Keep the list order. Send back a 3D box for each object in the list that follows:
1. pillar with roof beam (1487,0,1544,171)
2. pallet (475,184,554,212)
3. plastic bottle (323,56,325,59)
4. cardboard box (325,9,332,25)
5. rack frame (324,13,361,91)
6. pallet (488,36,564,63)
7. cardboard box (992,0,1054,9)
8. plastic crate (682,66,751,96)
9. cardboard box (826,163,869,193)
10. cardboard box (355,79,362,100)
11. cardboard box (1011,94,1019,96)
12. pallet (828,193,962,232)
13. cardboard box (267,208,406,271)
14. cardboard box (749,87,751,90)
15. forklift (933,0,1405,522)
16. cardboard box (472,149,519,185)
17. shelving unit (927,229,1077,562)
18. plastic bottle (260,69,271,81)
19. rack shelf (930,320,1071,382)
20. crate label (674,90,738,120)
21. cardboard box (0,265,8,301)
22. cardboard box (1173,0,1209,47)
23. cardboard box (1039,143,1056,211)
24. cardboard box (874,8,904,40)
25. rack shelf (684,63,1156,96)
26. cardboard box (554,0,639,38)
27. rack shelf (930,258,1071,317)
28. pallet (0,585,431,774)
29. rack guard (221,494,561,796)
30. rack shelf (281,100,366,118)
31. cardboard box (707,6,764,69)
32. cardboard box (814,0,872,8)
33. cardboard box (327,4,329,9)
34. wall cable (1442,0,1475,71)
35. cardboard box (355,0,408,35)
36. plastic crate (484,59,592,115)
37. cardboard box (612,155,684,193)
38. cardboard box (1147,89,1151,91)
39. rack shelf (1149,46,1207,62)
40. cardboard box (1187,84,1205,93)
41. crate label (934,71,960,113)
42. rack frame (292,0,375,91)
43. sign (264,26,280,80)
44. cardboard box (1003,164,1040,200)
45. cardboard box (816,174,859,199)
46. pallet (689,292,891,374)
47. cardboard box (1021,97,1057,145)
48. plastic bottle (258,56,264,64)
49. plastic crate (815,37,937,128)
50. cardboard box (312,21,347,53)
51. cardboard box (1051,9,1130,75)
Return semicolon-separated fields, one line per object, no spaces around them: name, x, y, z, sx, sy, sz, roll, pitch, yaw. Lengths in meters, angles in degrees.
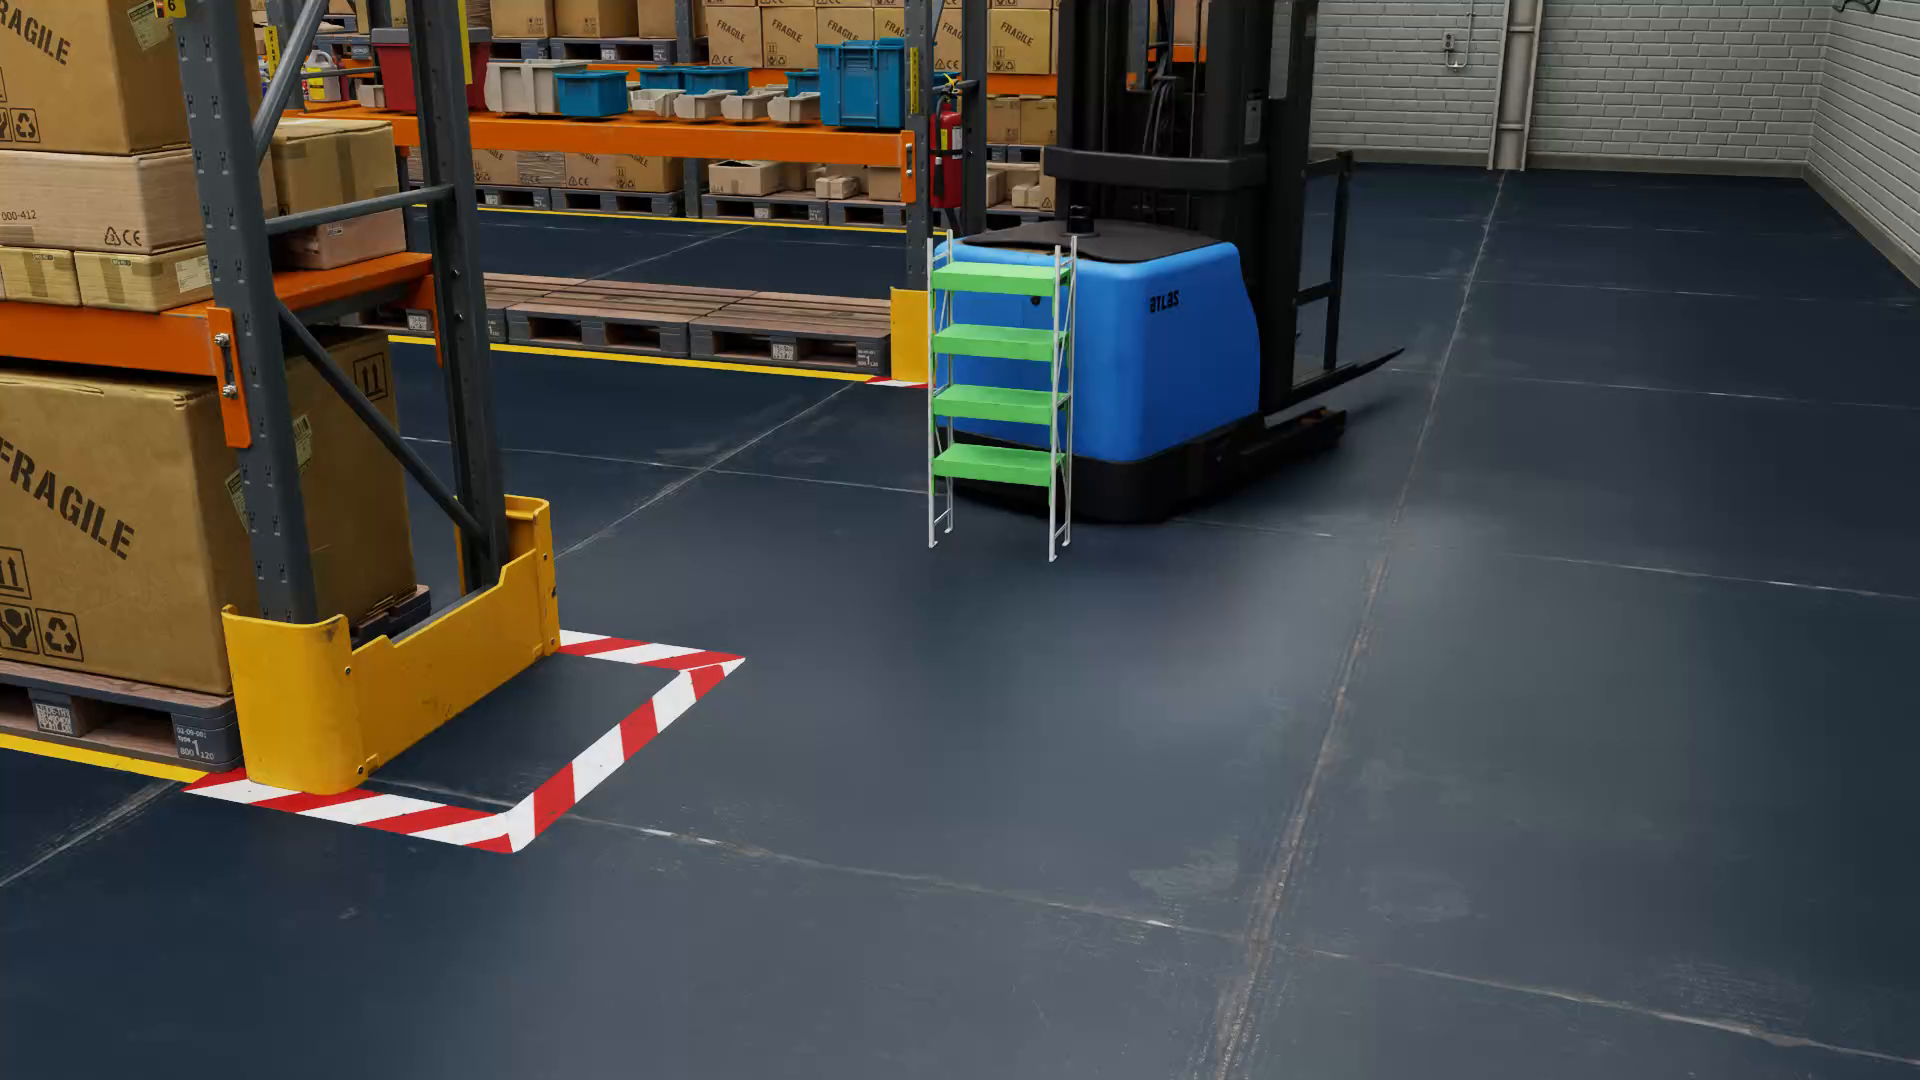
pillar with roof beam;4.606;-7.004;12.997;0.400;9.000;9.100;7;20;18
pallet;-4.153;-3.314;15.763;1.213;0.211;1.003;7;20;18
plastic bottle;-4.178;-3.015;10.847;0.133;0.283;0.061;7;20;18
cardboard box;-8.525;-6.884;21.966;0.500;0.250;0.500;7;20;19
rack frame;-8.151;-6.828;21.608;0.127;3.000;1.000;7;20;18
pallet;-4.156;-4.556;15.382;1.213;0.211;1.003;7;20;18
cardboard box;0.574;-4.528;13.337;0.500;0.500;0.500;7;20;20
plastic crate;-1.436;-2.672;9.848;0.300;0.233;0.416;7;20;18
cardboard box;-0.876;-3.307;14.923;0.500;0.311;0.500;7;20;18
cardboard box;-7.450;-5.781;21.734;0.500;0.500;0.700;7;20;20
cardboard box;0.754;-5.168;19.021;0.250;0.149;0.380;6;20;16
pallet;-0.411;-2.901;14.578;1.213;0.211;1.003;7;20;18
cardboard box;-1.919;-0.934;5.080;0.250;0.149;0.380;7;20;19
cardboard box;-2.091;-5.272;19.772;0.750;0.750;0.750;7;20;20
forklift;1.175;-1.874;7.500;1.130;2.935;3.031;14;24;35
cardboard box;-4.195;-3.580;15.417;0.500;0.500;0.500;6;20;16
shelving unit;0.156;-0.549;6.327;0.503;1.200;0.258;7;20;18
plastic bottle;-4.526;-2.957;10.804;0.097;0.201;0.097;0;19;0
rack shelf;0.156;-0.715;6.269;0.480;0.148;0.258;7;20;18
crate label;-1.437;-2.446;9.344;0.243;0.136;0.396;7;20;18
cardboard box;-2.621;-0.784;4.651;0.250;0.149;0.380;7;20;18
cardboard box;2.699;-5.726;17.989;0.700;0.700;0.980;7;21;21
cardboard box;0.968;-3.001;13.757;0.500;0.500;0.500;7;20;18
cardboard box;-0.387;-4.167;13.822;0.500;0.500;0.500;6;20;17
rack shelf;-0.327;-3.868;14.208;4.000;0.370;1.077;7;20;18
cardboard box;-3.261;-4.844;15.126;0.500;0.500;0.700;10;22;27
rack shelf;0.156;-0.942;6.190;0.480;0.148;0.258;7;20;18
pallet;-2.473;0.343;5.271;1.213;0.211;1.003;7;20;18
rack guard;-1.669;0.271;5.038;0.348;0.500;1.175;7;20;18
rack shelf;-5.734;-2.760;11.030;4.000;0.370;1.077;7;20;18
cardboard box;-1.824;-4.331;14.292;0.500;0.500;0.500;7;20;19
cardboard box;-0.890;-4.693;13.812;0.500;0.500;0.500;6;20;16
cardboard box;-8.526;-7.237;21.838;0.500;0.500;0.500;6;20;17
wall cable;4.704;-6.168;18.169;1.851;1.984;0.084;7;20;18
cardboard box;-5.363;-5.068;15.768;0.500;0.500;0.700;0;19;0
plastic crate;-2.463;-2.634;9.664;0.530;0.282;0.437;7;20;18
cardboard box;-2.776;-3.415;14.945;0.500;0.500;0.500;6;20;18
cardboard box;2.068;-4.885;18.208;0.250;0.149;0.380;7;20;20
rack shelf;1.295;-5.408;18.627;4.000;0.370;1.077;7;20;18
cardboard box;2.674;-4.949;18.392;0.250;0.149;0.380;7;20;18
crate label;-0.192;-2.530;9.440;0.303;0.233;0.416;7;20;18
rack frame;-5.995;-4.855;15.949;0.127;3.000;1.000;7;20;18
sign;-4.027;-2.844;9.756;0.005;0.325;0.100;7;20;18
cardboard box;0.670;-3.102;14.426;0.500;0.250;0.500;7;20;18
cardboard box;-1.070;-3.090;14.521;0.250;0.166;0.380;7;20;18
pallet;-0.833;-1.236;9.802;1.213;0.211;1.003;7;20;18
cardboard box;1.036;-4.758;18.828;0.500;0.500;0.700;7;20;19
plastic bottle;-4.604;-3.052;10.970;0.097;0.271;0.097;0;19;0
plastic crate;-0.444;-2.475;8.974;0.499;0.435;0.616;7;20;18
cardboard box;-6.324;-4.866;16.115;0.500;0.311;0.500;8;21;21
cardboard box;1.050;-4.002;13.349;0.500;0.500;0.500;7;20;20
